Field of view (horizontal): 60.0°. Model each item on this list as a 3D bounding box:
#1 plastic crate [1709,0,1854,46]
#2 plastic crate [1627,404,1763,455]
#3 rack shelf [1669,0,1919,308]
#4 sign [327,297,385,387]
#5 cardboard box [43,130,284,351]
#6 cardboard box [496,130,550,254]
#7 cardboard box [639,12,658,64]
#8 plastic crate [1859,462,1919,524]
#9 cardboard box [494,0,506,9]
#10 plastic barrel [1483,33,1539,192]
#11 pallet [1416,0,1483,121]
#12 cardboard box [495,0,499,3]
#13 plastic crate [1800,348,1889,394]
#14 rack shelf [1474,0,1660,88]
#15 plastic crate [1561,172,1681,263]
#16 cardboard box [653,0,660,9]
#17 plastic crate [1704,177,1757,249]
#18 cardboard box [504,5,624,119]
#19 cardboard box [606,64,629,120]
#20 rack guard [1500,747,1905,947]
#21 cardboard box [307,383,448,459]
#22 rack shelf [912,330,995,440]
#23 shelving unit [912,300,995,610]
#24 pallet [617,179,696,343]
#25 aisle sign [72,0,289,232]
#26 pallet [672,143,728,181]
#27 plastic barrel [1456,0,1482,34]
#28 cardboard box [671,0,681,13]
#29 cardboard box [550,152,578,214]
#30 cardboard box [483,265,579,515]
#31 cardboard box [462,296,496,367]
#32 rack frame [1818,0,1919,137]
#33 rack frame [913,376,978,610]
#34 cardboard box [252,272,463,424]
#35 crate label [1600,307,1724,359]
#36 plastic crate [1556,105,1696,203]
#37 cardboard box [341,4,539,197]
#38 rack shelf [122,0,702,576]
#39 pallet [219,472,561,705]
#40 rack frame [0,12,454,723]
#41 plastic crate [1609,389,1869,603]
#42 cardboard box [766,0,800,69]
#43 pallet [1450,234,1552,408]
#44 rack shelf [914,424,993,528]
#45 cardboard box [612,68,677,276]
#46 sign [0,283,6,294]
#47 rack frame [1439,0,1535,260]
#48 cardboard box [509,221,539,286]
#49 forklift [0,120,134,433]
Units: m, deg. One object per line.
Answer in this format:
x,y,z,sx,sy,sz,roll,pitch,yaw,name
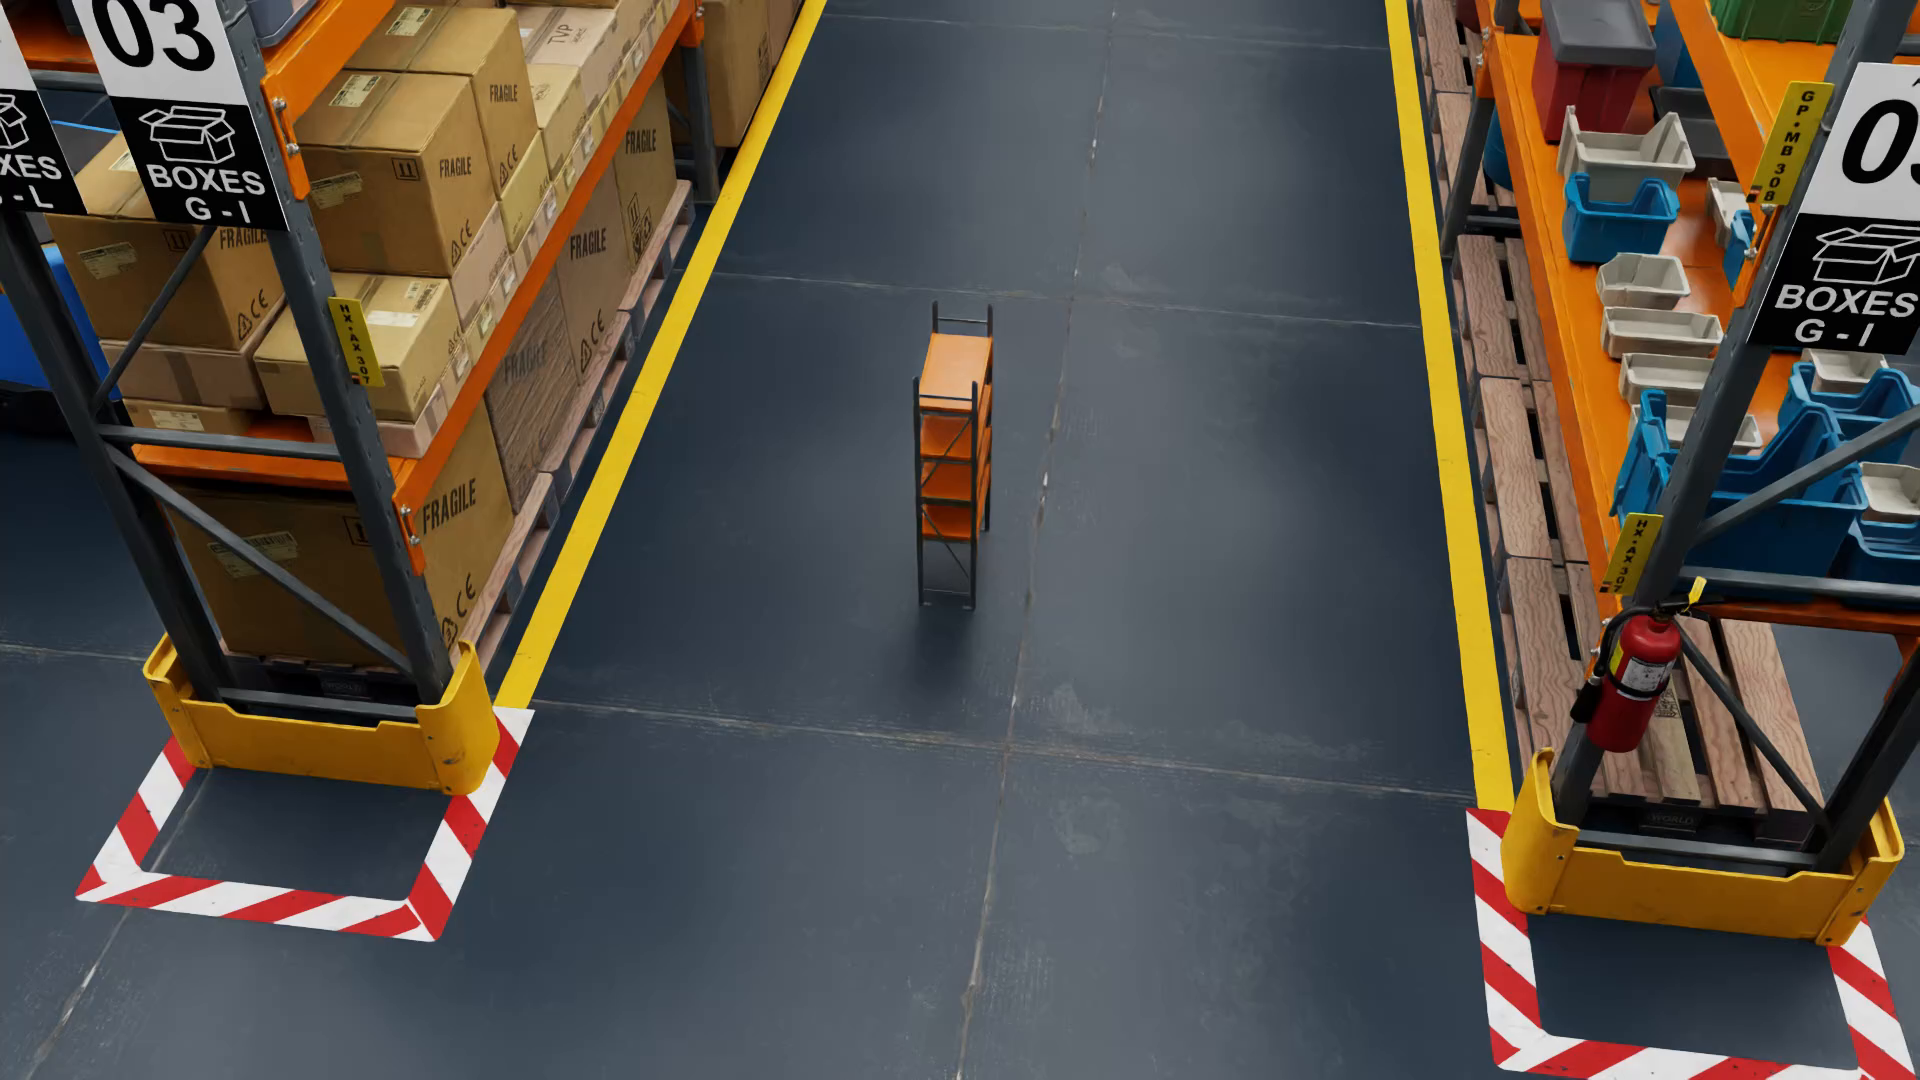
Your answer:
2.381,-1.568,4.719,0.450,0.188,0.336,5,44,6,plastic crate
2.462,-0.356,5.614,0.396,0.136,0.243,5,44,6,plastic crate
2.798,-2.048,5.595,1.077,0.370,4.000,5,44,6,rack shelf
-1.827,-0.596,5.033,0.100,0.325,0.005,5,44,6,sign
-2.572,-0.989,5.483,0.500,0.500,0.500,6,44,6,cardboard box
-1.913,-1.361,6.420,0.500,0.250,0.500,4,44,4,cardboard box
-1.631,-2.354,7.760,0.380,0.149,0.250,5,44,5,cardboard box
3.017,-0.133,5.379,0.250,0.136,0.298,5,44,6,plastic crate
-2.240,-2.452,7.573,0.500,0.250,0.500,5,44,5,cardboard box
3.151,-2.343,8.786,0.600,0.901,0.708,5,44,6,plastic barrel
3.365,-2.927,10.210,1.003,0.211,1.213,5,44,6,pallet
-2.237,-2.721,7.312,0.500,0.500,0.500,5,44,6,cardboard box
3.107,-0.595,5.867,0.250,0.136,0.298,5,44,6,plastic crate
3.327,-3.685,9.506,1.077,0.370,4.000,5,44,6,rack shelf
2.551,-1.241,6.480,0.416,0.233,0.300,5,44,6,plastic crate
-1.645,-2.762,7.901,0.500,0.250,0.500,4,44,5,cardboard box
3.130,-1.295,6.607,0.293,0.136,0.466,5,44,6,plastic crate
-1.779,-2.062,7.161,0.500,0.250,0.500,6,44,6,cardboard box
-1.698,-2.003,7.389,0.380,0.149,0.250,6,44,6,cardboard box
2.543,1.068,5.781,1.175,0.500,0.348,5,44,6,rack guard
-2.002,-0.428,5.726,0.380,0.149,0.250,6,44,6,cardboard box
-0.022,-0.608,6.470,0.258,0.148,0.480,5,44,6,rack shelf
-0.022,-0.323,6.741,0.258,1.200,0.503,5,44,6,shelving unit
-2.025,-1.510,8.713,1.003,0.211,1.213,5,44,6,pallet
-2.088,-1.175,4.441,0.394,0.787,0.004,5,44,6,aisle sign
-1.820,-2.554,9.816,1.003,0.211,1.213,5,44,6,pallet
3.394,-3.482,10.216,0.600,0.588,0.708,5,44,6,plastic barrel
-1.563,-2.705,8.130,0.380,0.149,0.250,5,44,6,cardboard box
-1.800,-1.477,6.833,0.380,0.149,0.250,4,44,4,cardboard box
-2.250,-0.752,7.125,0.875,0.875,0.875,5,44,6,cardboard box
-1.936,-0.778,6.095,0.380,0.149,0.250,4,44,5,cardboard box
2.534,-2.036,2.877,1.000,3.000,0.127,5,44,6,rack frame
-0.054,-0.157,6.565,0.240,1.200,0.015,5,44,6,rack frame
-2.045,-0.664,5.684,0.500,0.250,0.500,4,44,4,cardboard box
2.527,-0.744,6.024,0.396,0.136,0.243,5,44,6,crate label
2.678,-1.538,6.758,0.437,0.282,0.530,5,44,6,plastic crate
-1.916,-1.630,6.160,0.500,0.500,0.500,4,44,4,cardboard box
-2.112,-1.409,7.102,1.077,0.370,4.000,5,44,6,rack shelf
-2.348,0.153,6.957,1.003,0.211,1.213,5,44,6,pallet
-2.376,-0.308,5.415,1.000,3.000,0.127,5,44,6,rack frame
2.393,-0.137,5.166,0.616,0.435,0.499,5,44,6,plastic crate
-1.665,-3.462,9.986,1.225,0.875,0.875,4,44,4,cardboard box
3.004,-1.066,8.245,1.003,0.211,1.213,5,44,6,pallet
-0.022,-0.274,6.787,0.258,0.148,0.480,5,44,6,rack shelf
-2.014,-1.972,8.413,0.875,0.875,0.875,5,44,6,cardboard box
-2.912,-0.873,4.998,0.100,0.325,0.005,5,44,6,sign
3.062,-2.583,7.819,1.000,3.000,0.127,5,44,6,rack frame
-1.868,-1.129,6.465,0.380,0.149,0.250,4,44,5,cardboard box
-5.068,-2.075,7.332,3.031,2.935,1.130,11,45,12,forklift
